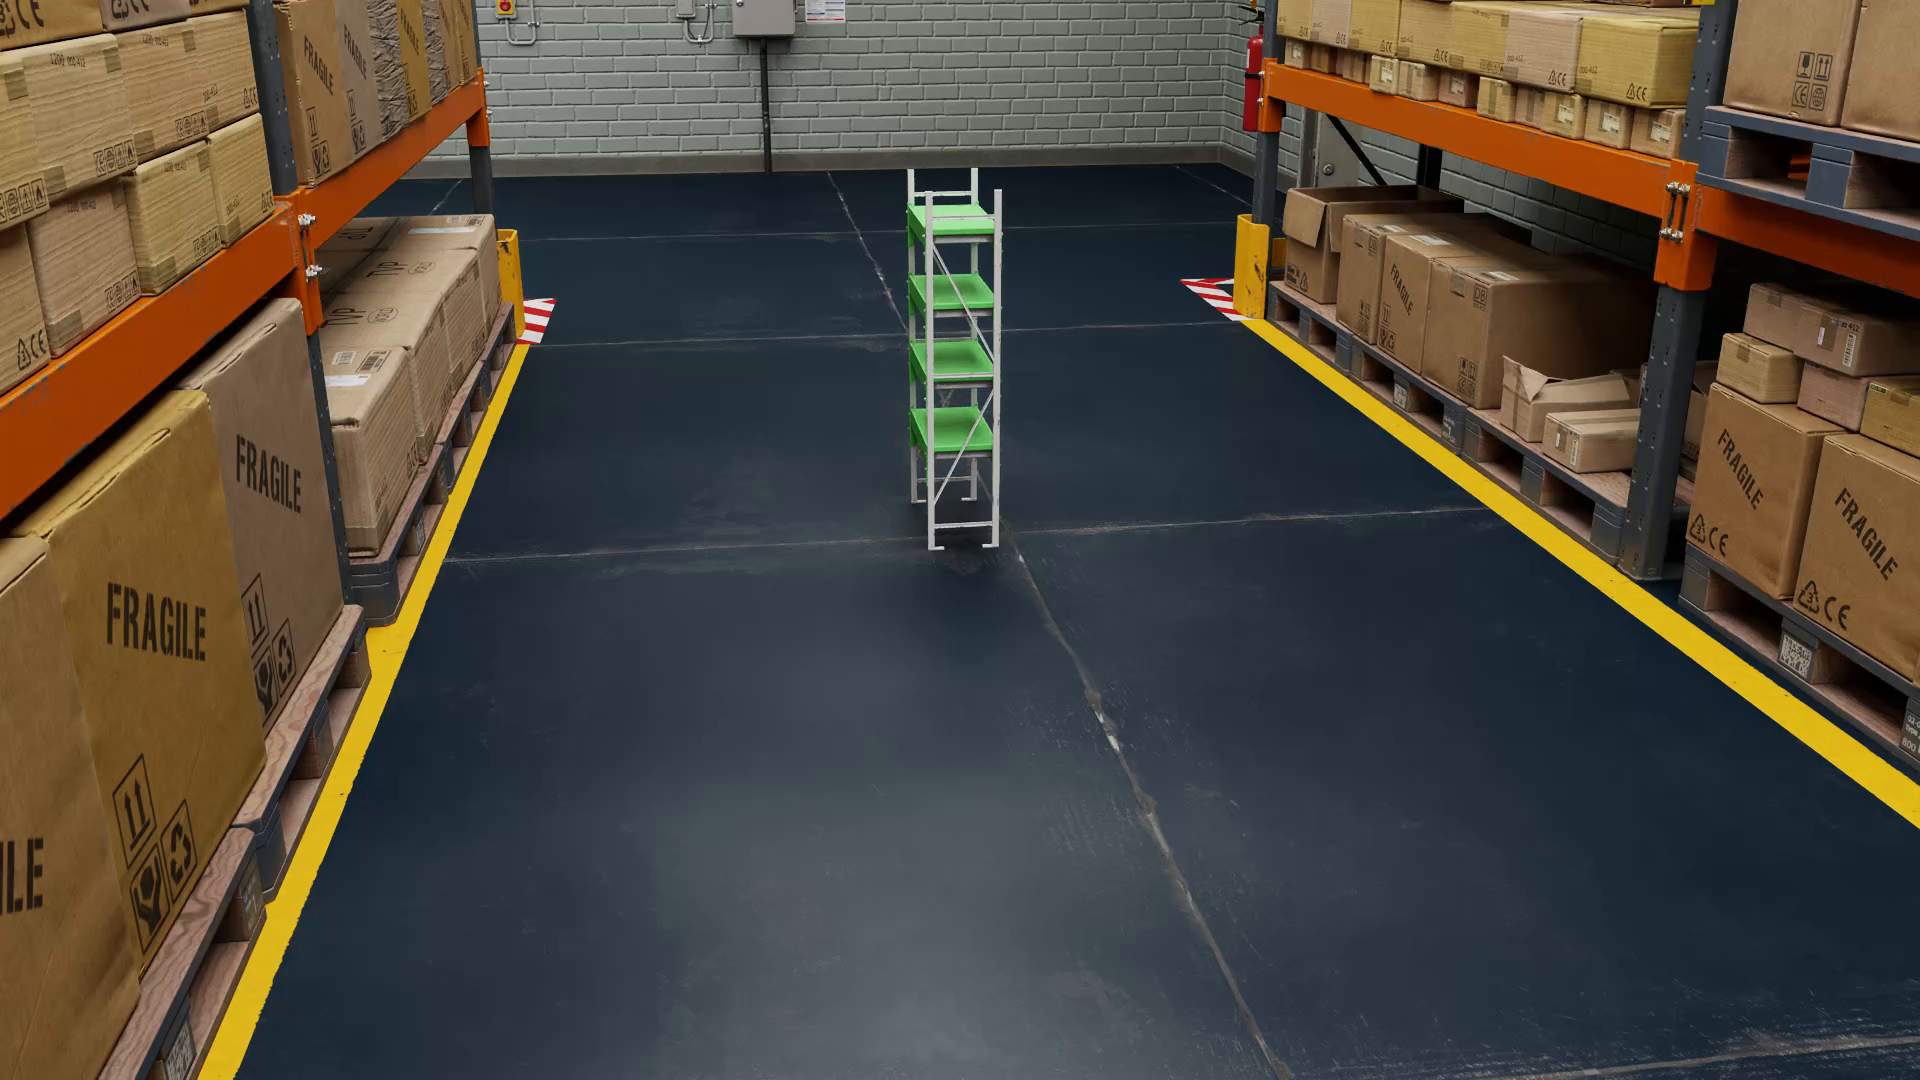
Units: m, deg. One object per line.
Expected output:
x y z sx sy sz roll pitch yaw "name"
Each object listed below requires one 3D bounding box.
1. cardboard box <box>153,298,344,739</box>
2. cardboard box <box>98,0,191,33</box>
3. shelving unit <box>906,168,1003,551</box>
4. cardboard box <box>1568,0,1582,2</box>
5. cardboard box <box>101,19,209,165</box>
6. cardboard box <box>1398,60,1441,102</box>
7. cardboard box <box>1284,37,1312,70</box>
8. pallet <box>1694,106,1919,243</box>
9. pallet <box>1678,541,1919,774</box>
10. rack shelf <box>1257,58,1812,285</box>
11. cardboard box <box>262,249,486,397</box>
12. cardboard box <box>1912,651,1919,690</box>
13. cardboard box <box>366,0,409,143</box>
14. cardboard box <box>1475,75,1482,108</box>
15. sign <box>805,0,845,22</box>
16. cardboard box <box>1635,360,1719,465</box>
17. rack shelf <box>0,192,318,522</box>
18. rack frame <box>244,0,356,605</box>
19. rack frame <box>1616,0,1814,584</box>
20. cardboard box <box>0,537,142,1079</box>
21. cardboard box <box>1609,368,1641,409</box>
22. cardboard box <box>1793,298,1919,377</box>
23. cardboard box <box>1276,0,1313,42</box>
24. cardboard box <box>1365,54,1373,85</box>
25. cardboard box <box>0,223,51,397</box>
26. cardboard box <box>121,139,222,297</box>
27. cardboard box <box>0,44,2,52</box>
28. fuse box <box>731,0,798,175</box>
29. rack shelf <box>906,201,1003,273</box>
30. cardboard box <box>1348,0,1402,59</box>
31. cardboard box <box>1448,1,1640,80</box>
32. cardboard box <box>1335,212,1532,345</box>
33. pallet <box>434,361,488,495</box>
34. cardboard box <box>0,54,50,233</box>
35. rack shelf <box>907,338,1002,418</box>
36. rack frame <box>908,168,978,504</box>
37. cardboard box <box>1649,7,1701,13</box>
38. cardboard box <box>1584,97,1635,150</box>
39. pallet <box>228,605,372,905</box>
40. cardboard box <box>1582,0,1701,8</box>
-2.087 -0.050 3.999 0.875 0.875 0.875 -2 21 -6 "cardboard box"
-1.860 -1.254 3.213 0.500 0.500 0.500 -3 21 -7 "cardboard box"
-0.024 -0.619 5.660 0.258 1.200 0.503 -3 21 -8 "shelving unit"
2.623 -2.088 6.807 0.500 0.250 0.500 -3 21 -8 "cardboard box"
-1.872 -0.910 3.365 0.500 0.250 0.500 -2 21 -6 "cardboard box"
2.050 -1.912 6.906 0.380 0.149 0.250 -2 21 -7 "cardboard box"
1.855 -2.450 8.349 0.380 0.149 0.250 -3 21 -8 "cardboard box"
2.663 -0.939 4.216 1.003 0.211 1.213 -3 21 -8 "pallet"
2.811 0.275 4.677 1.003 0.211 1.213 -3 21 -8 "pallet"
2.368 -1.666 6.918 1.077 0.370 4.000 -3 21 -8 "rack shelf"
-2.497 -0.901 6.902 0.875 0.438 0.875 -2 21 -6 "cardboard box"
2.657 0.199 3.868 0.500 0.500 0.500 -4 21 -9 "cardboard box"
-2.198 -1.629 5.646 0.500 0.500 0.500 -3 21 -7 "cardboard box"
2.238 -1.743 6.454 0.380 0.149 0.250 -3 21 -7 "cardboard box"
-1.109 -4.503 13.620 0.329 0.494 0.001 -3 21 -8 "sign"
2.795 -0.489 5.980 0.500 0.311 0.500 -2 21 -6 "cardboard box"
-1.967 -0.030 2.536 1.077 0.370 4.000 -3 21 -8 "rack shelf"
-2.255 -1.059 4.265 1.000 3.000 0.127 -3 21 -8 "rack frame"
2.656 -1.311 4.938 1.000 3.000 0.127 -3 21 -8 "rack frame"
-1.820 0.572 2.334 0.875 0.875 0.875 -3 21 -7 "cardboard box"
2.732 -0.563 6.410 0.380 0.149 0.250 -3 21 -8 "cardboard box"
2.529 -0.554 4.534 0.380 0.149 0.250 -4 21 -10 "cardboard box"
1.878 -2.594 8.164 0.500 0.250 0.500 -3 21 -7 "cardboard box"
2.030 -2.093 7.392 0.380 0.149 0.250 -3 21 -7 "cardboard box"
-1.736 -0.316 2.488 0.500 0.250 0.500 -3 21 -8 "cardboard box"
-1.869 -0.670 3.437 0.500 0.250 0.500 -3 21 -9 "cardboard box"
-1.717 -0.899 2.263 0.500 0.500 0.500 -3 21 -7 "cardboard box"
-1.568 -3.847 13.571 0.539 1.711 0.414 -3 21 -8 "fuse box"
-0.024 -1.009 5.514 0.258 0.148 0.480 -3 21 -8 "rack shelf"
2.028 -2.244 7.227 0.500 0.250 0.500 -3 21 -9 "cardboard box"
2.196 -1.890 6.278 0.500 0.250 0.500 -3 21 -8 "cardboard box"
2.159 -1.207 7.633 0.700 0.500 0.500 -2 21 -6 "cardboard box"
-2.467 -0.443 6.601 1.003 0.211 1.213 -3 21 -8 "pallet"
-1.700 -0.554 2.413 0.500 0.250 0.500 -3 21 -7 "cardboard box"
-0.024 -0.560 5.682 0.258 0.148 0.480 -3 21 -8 "rack shelf"
-0.059 -0.704 5.886 0.240 1.200 0.015 -3 21 -8 "rack frame"
2.773 -1.738 5.872 0.500 0.250 0.500 -3 21 -8 "cardboard box"
2.301 -1.380 5.482 0.380 0.149 0.250 -2 21 -6 "cardboard box"
-2.069 0.511 4.047 1.003 0.211 1.213 -3 21 -8 "pallet"
2.705 -2.260 6.198 0.500 0.500 0.500 -3 21 -9 "cardboard box"
